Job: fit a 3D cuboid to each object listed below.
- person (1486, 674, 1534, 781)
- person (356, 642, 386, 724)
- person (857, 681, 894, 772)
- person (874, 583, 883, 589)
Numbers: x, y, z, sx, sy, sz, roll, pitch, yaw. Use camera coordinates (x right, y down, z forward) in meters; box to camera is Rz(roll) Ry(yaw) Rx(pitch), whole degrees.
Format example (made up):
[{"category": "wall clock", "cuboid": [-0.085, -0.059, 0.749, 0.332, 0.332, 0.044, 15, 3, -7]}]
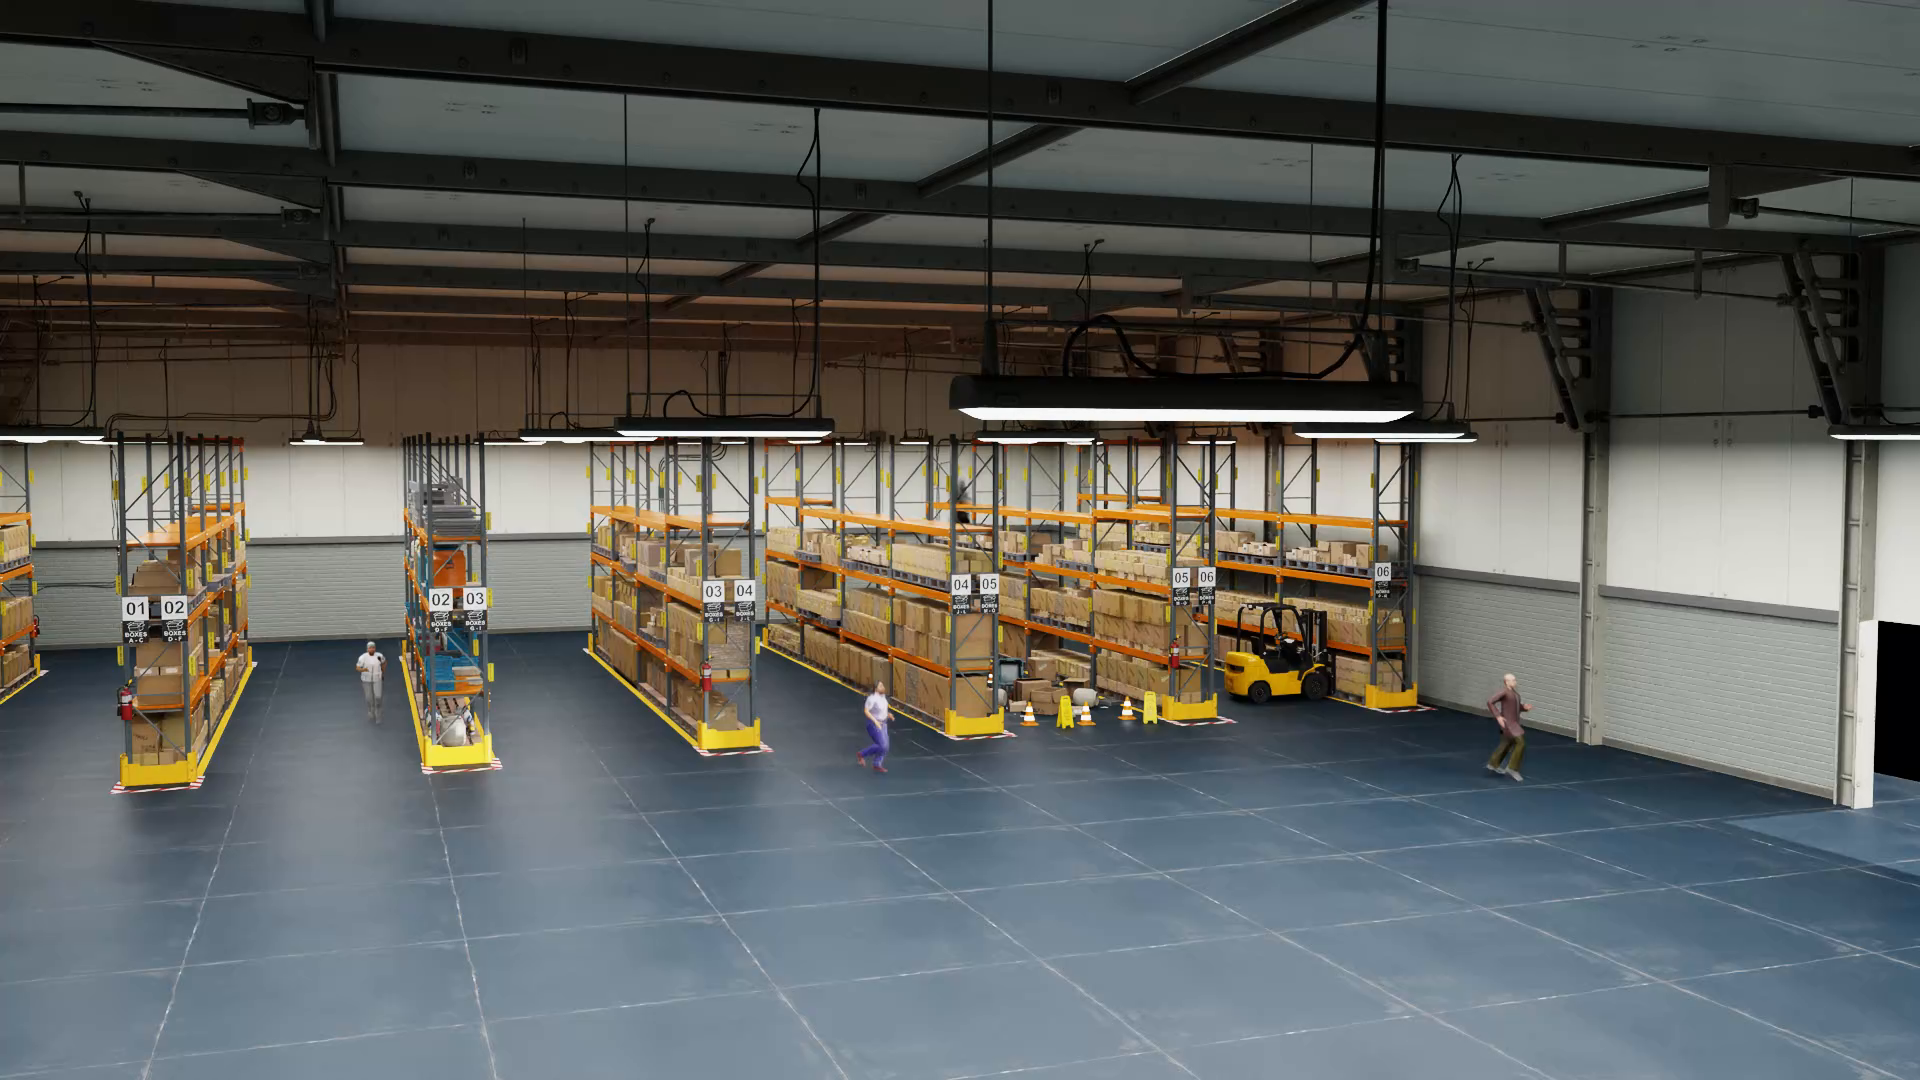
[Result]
[{"category": "person", "cuboid": [9.517, 3.240, 28.805, 0.825, 1.842, 0.668, 2, 4, 35]}, {"category": "person", "cuboid": [-12.275, 2.974, 34.691, 0.590, 1.723, 0.760, -1, 3, -18]}, {"category": "person", "cuboid": [-1.479, 3.295, 29.486, 0.585, 1.619, 0.600, 1, 3, 20]}, {"category": "person", "cuboid": [-2.586, 2.035, 50.895, 0.666, 1.764, 0.710, -1, 3, -17]}]
